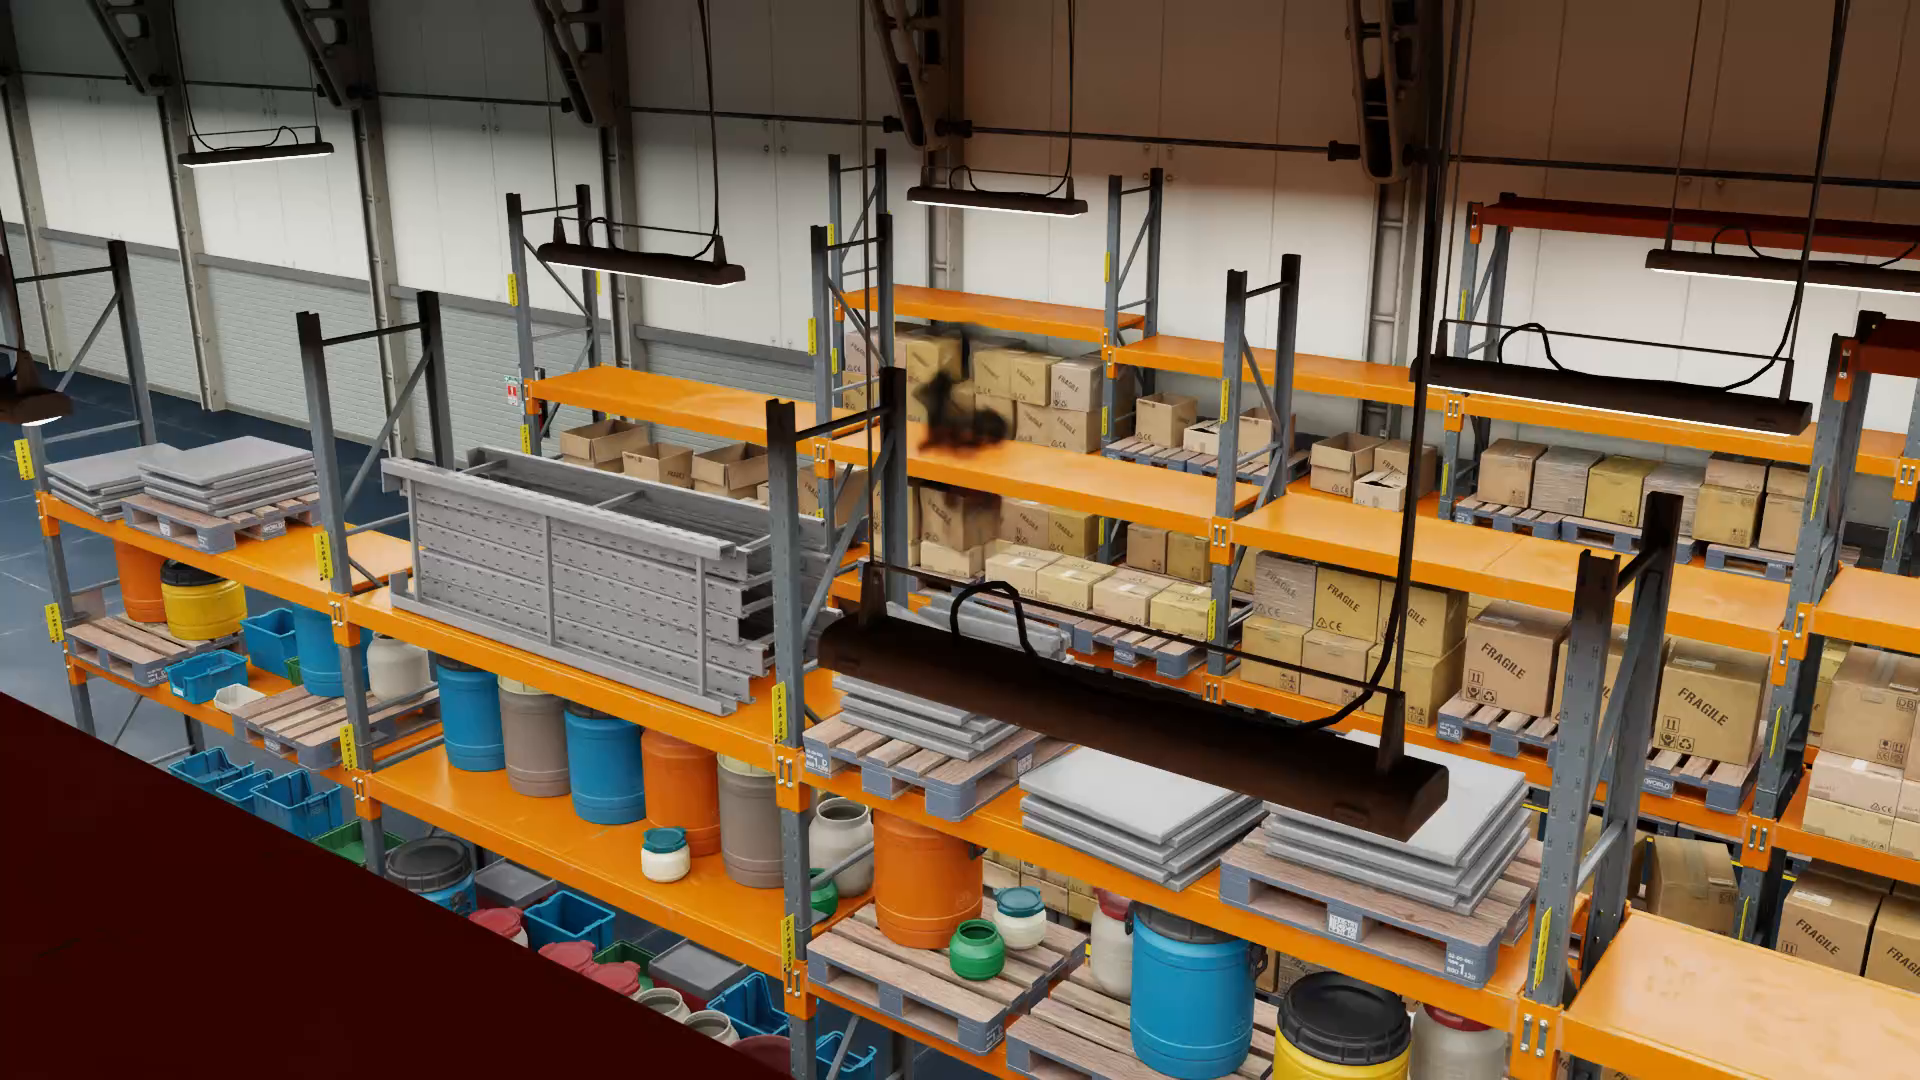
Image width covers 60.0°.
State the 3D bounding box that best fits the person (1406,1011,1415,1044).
[{"bbox_3d":[2.937,3.836,10.848,0.935,1.767,0.668,10,21,27],"label":"person"}]
